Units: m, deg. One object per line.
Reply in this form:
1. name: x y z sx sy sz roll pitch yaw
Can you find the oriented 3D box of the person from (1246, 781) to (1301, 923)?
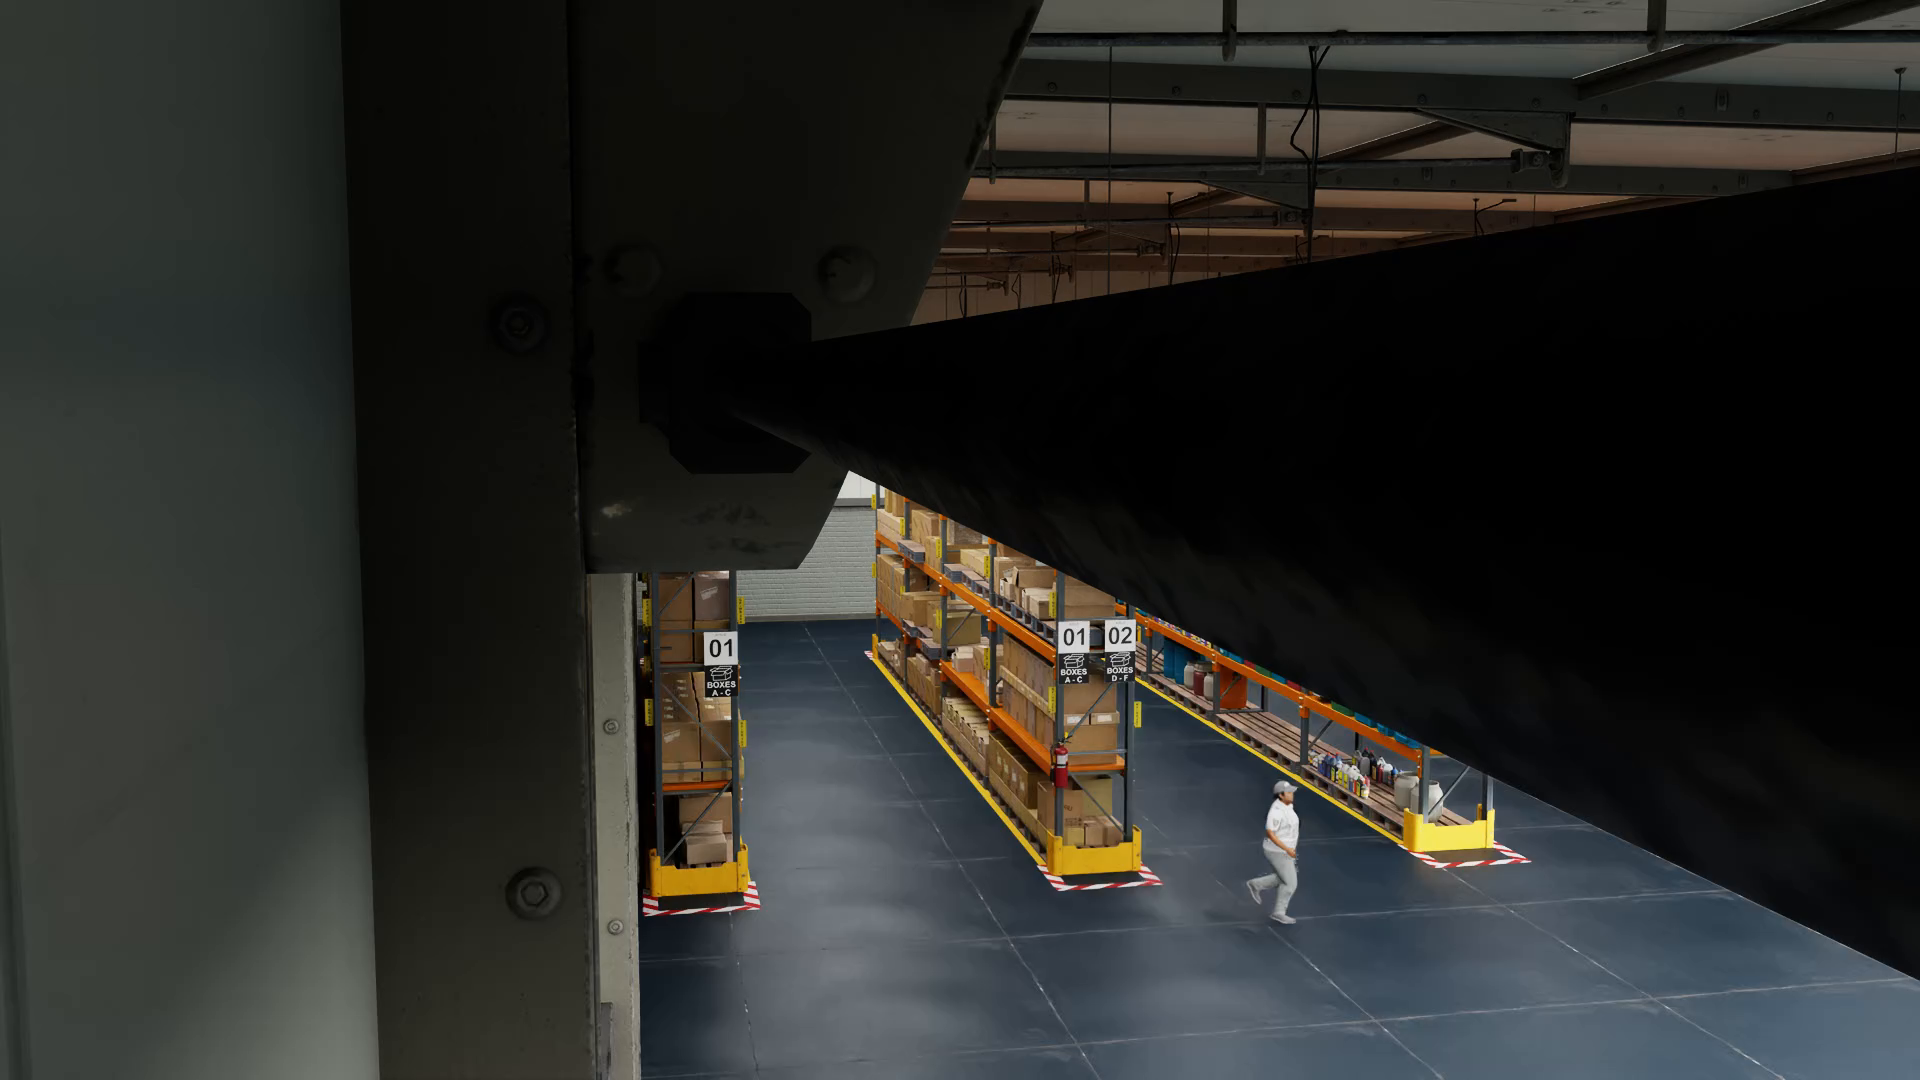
1. person: 3.611 3.569 19.147 0.599 1.655 0.619 2 6 22
